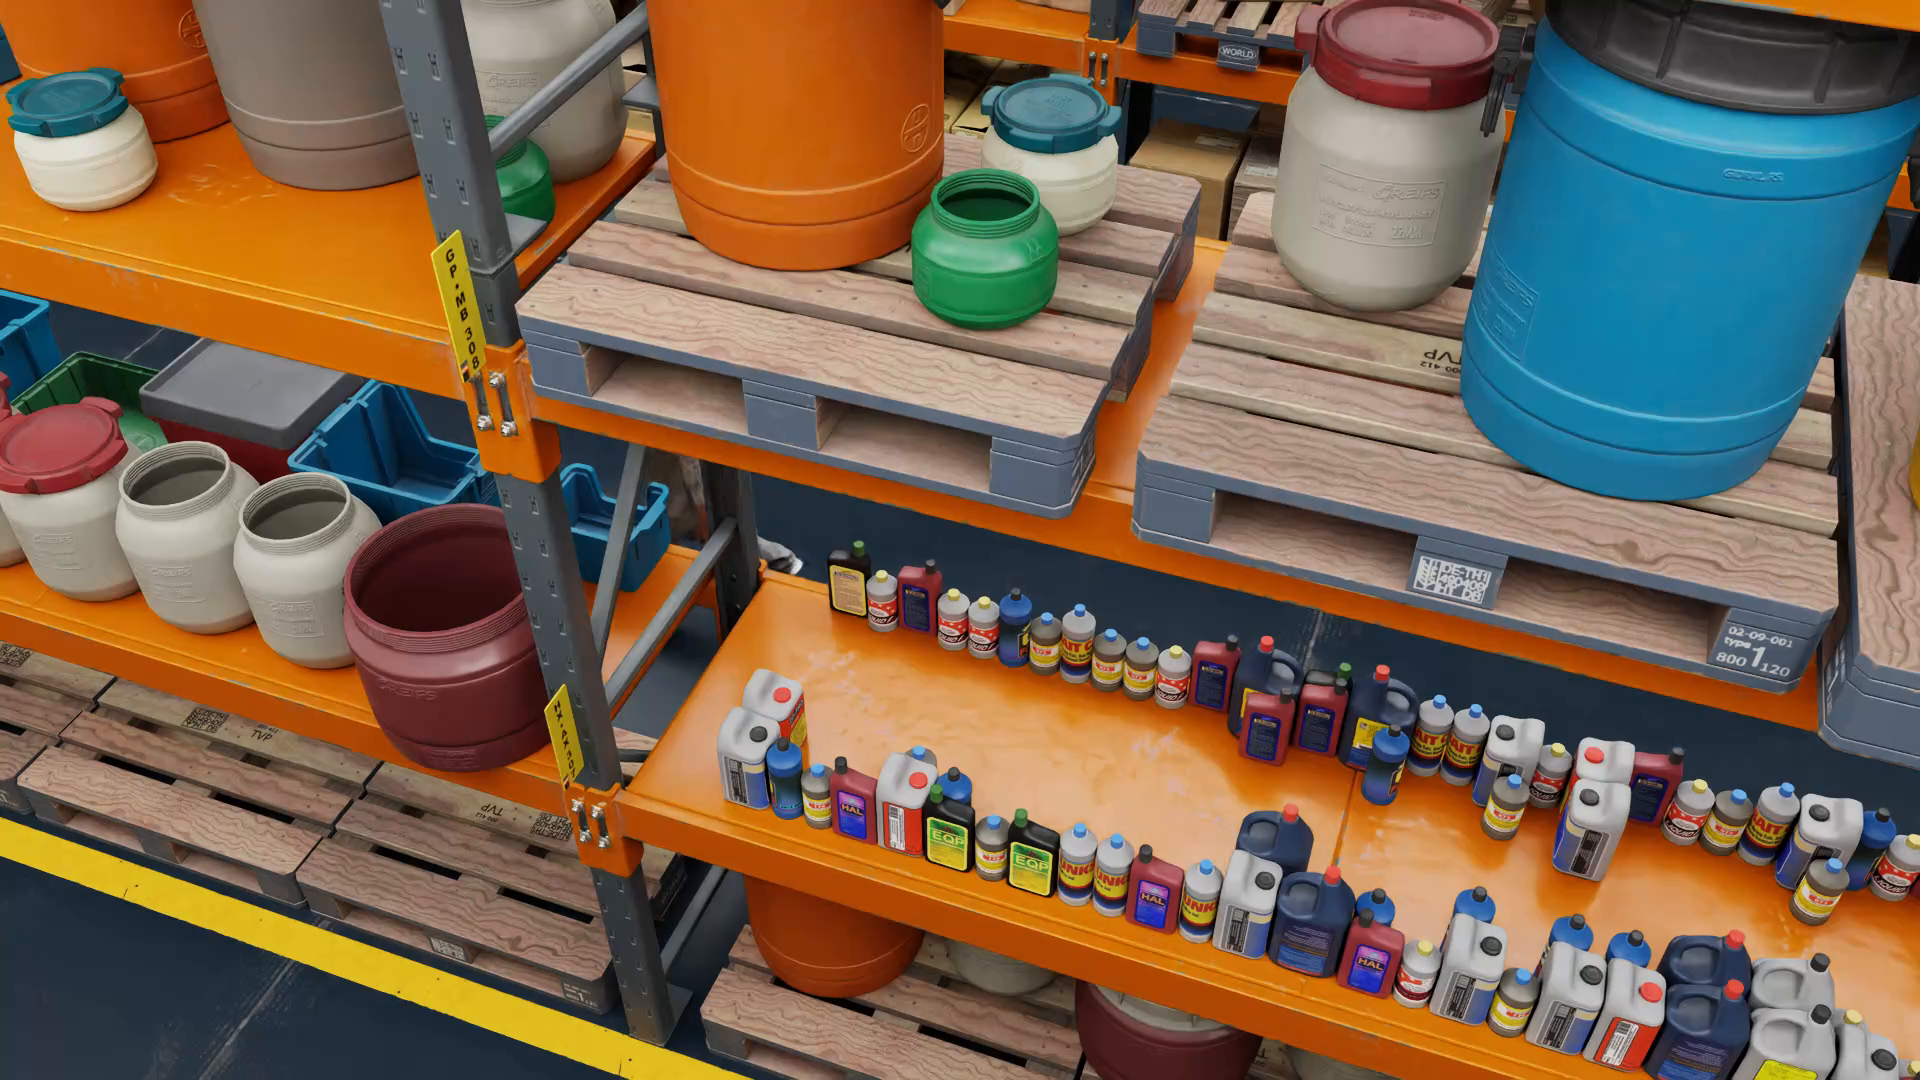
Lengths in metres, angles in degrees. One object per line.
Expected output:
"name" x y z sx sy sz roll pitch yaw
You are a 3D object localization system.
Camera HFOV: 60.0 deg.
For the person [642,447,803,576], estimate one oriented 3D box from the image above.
"person" -1.042 -0.218 6.410 0.824 1.550 0.480 -8 43 -9
